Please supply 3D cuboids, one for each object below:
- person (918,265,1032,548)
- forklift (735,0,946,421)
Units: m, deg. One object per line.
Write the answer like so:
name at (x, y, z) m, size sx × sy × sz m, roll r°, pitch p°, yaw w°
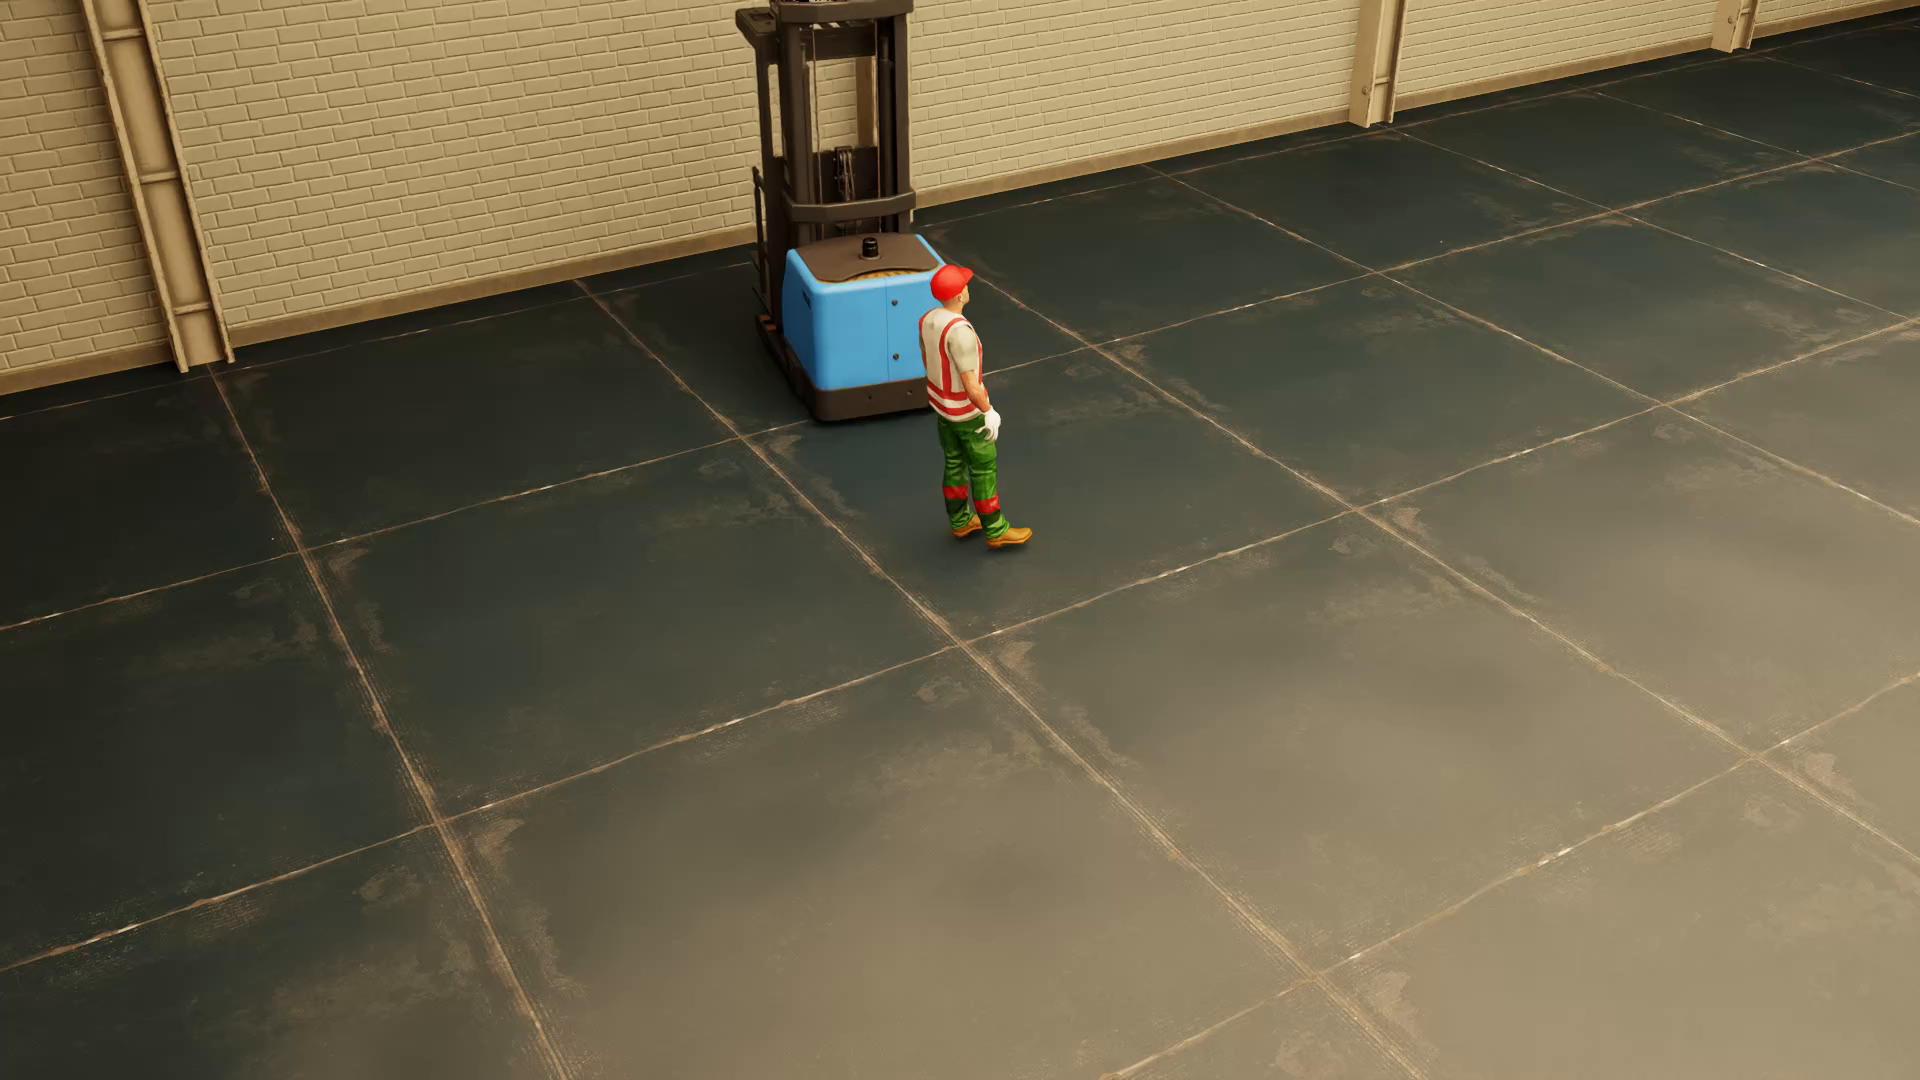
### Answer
person at (0.074, -0.824, 10.043) m, size 0.564 × 1.786 × 0.638 m, roll -17°, pitch 35°, yaw -26°
forklift at (-0.986, -2.843, 12.394) m, size 1.130 × 2.935 × 3.031 m, roll -10°, pitch 32°, yaw -16°
